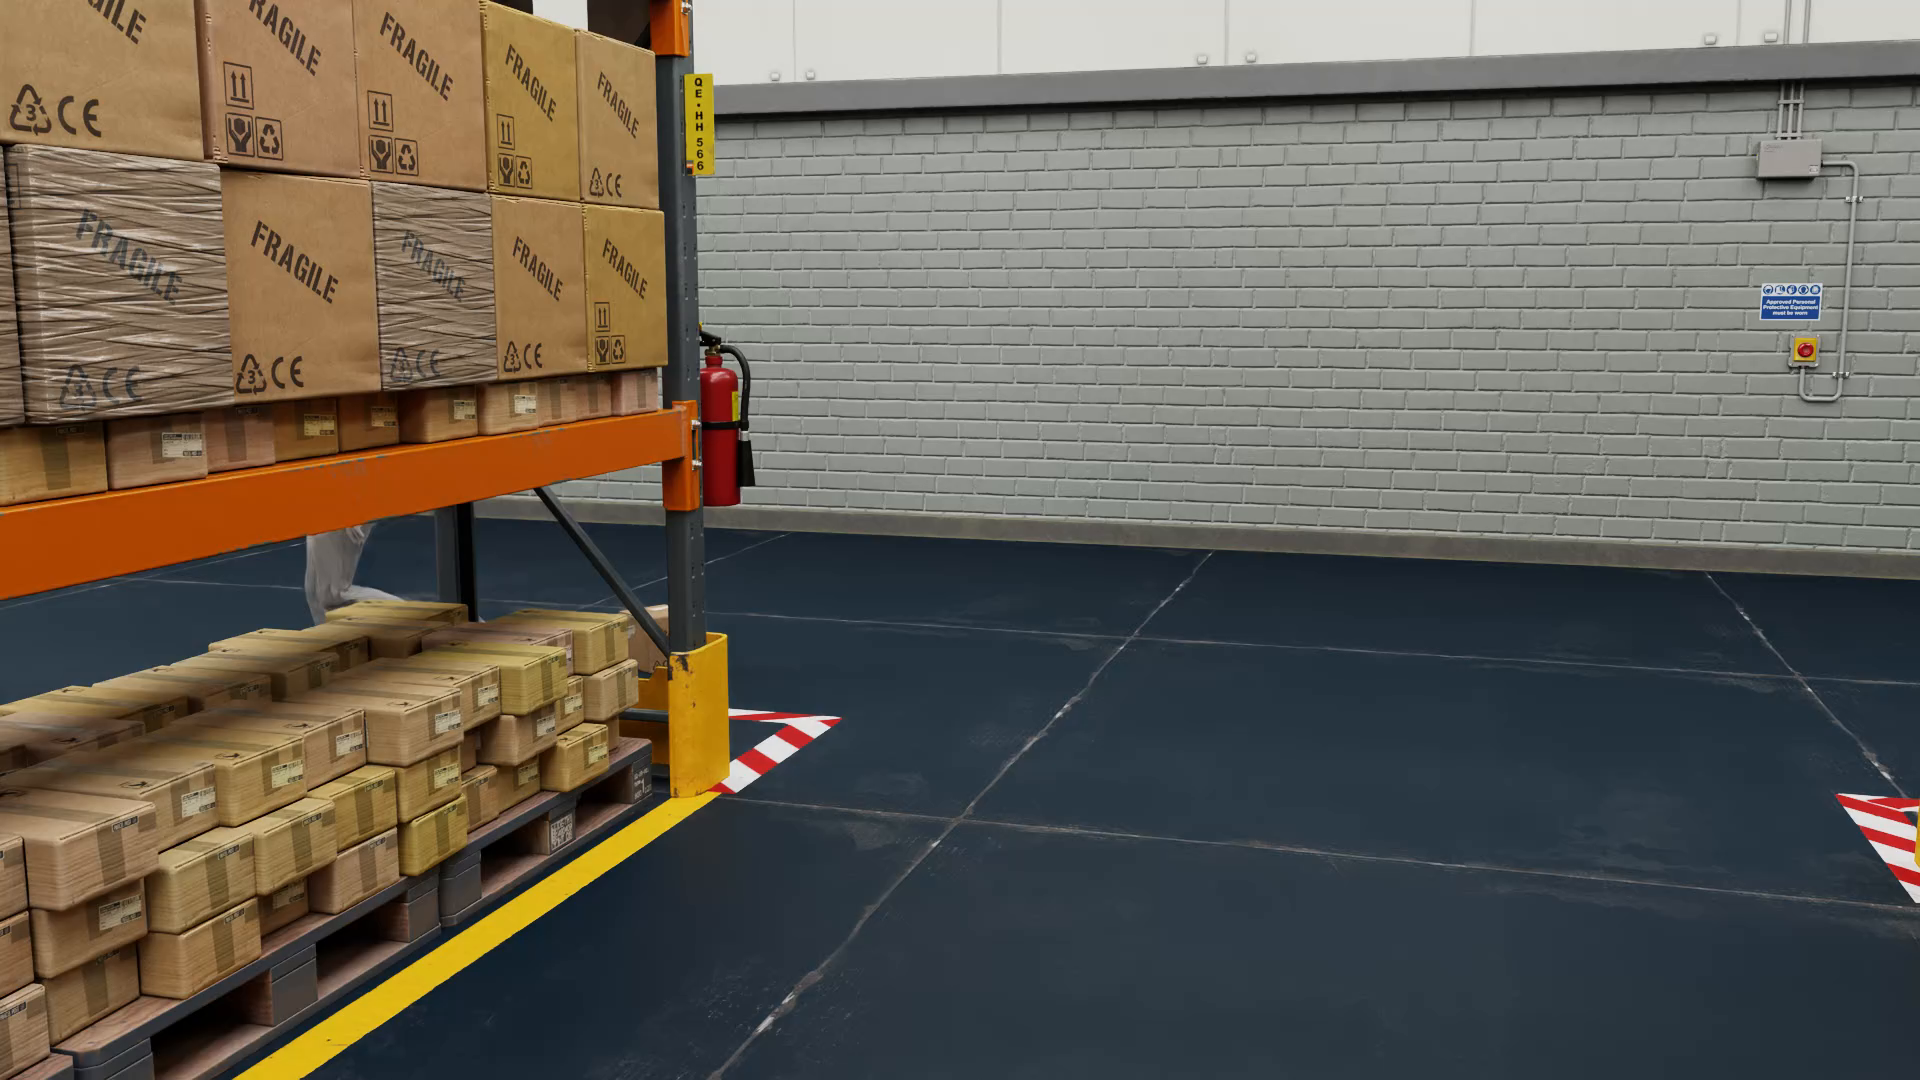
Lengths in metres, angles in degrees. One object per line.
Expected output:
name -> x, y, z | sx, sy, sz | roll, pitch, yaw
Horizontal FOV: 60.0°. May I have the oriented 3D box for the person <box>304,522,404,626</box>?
person -> -2.451, -0.170, 6.787 | 0.661, 1.669, 0.495 | -3, 9, -22
